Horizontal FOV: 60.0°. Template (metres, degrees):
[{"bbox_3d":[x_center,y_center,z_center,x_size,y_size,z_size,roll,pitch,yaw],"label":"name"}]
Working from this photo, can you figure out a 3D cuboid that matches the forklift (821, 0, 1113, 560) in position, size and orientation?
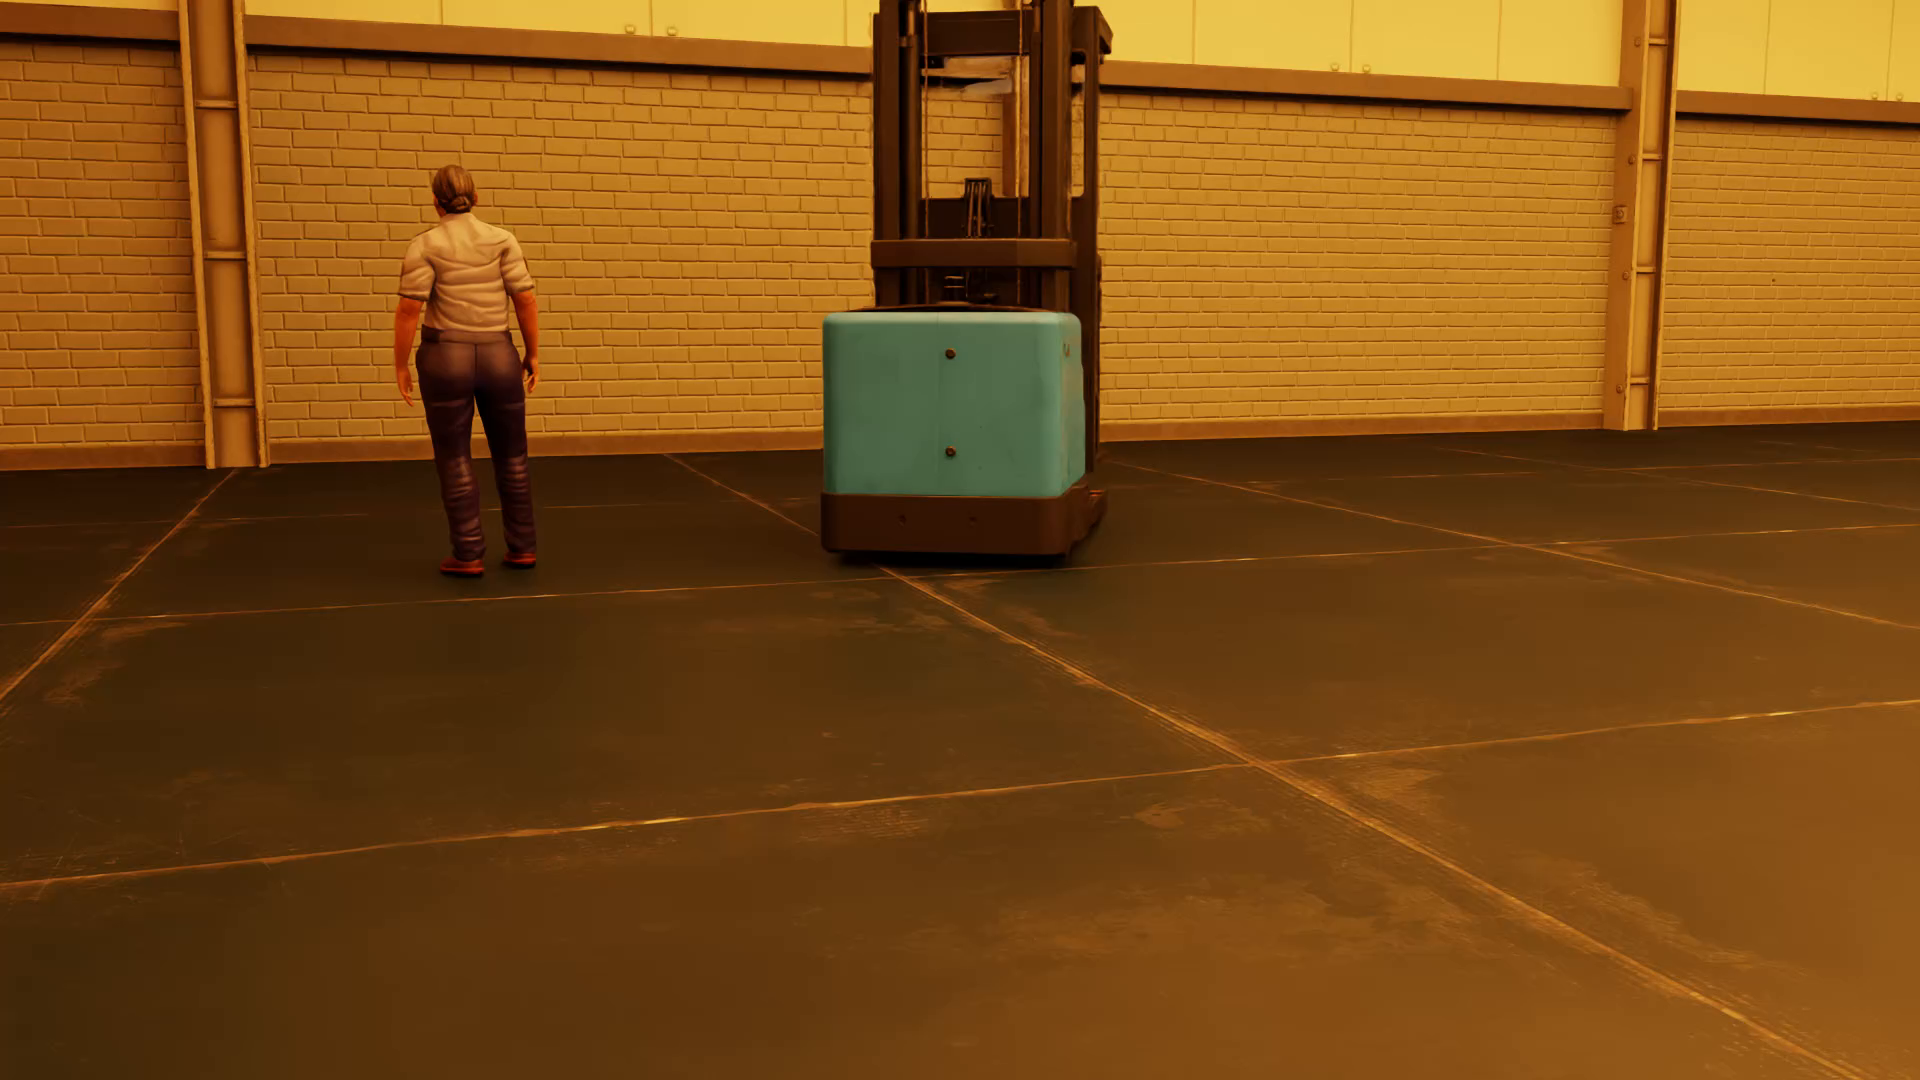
[{"bbox_3d":[0.168,-1.529,8.287,1.130,2.935,3.031,1,8,10],"label":"forklift"}]

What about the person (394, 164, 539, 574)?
[{"bbox_3d":[-2.034,-0.689,6.840,0.587,1.654,0.504,-4,9,-28],"label":"person"}]
